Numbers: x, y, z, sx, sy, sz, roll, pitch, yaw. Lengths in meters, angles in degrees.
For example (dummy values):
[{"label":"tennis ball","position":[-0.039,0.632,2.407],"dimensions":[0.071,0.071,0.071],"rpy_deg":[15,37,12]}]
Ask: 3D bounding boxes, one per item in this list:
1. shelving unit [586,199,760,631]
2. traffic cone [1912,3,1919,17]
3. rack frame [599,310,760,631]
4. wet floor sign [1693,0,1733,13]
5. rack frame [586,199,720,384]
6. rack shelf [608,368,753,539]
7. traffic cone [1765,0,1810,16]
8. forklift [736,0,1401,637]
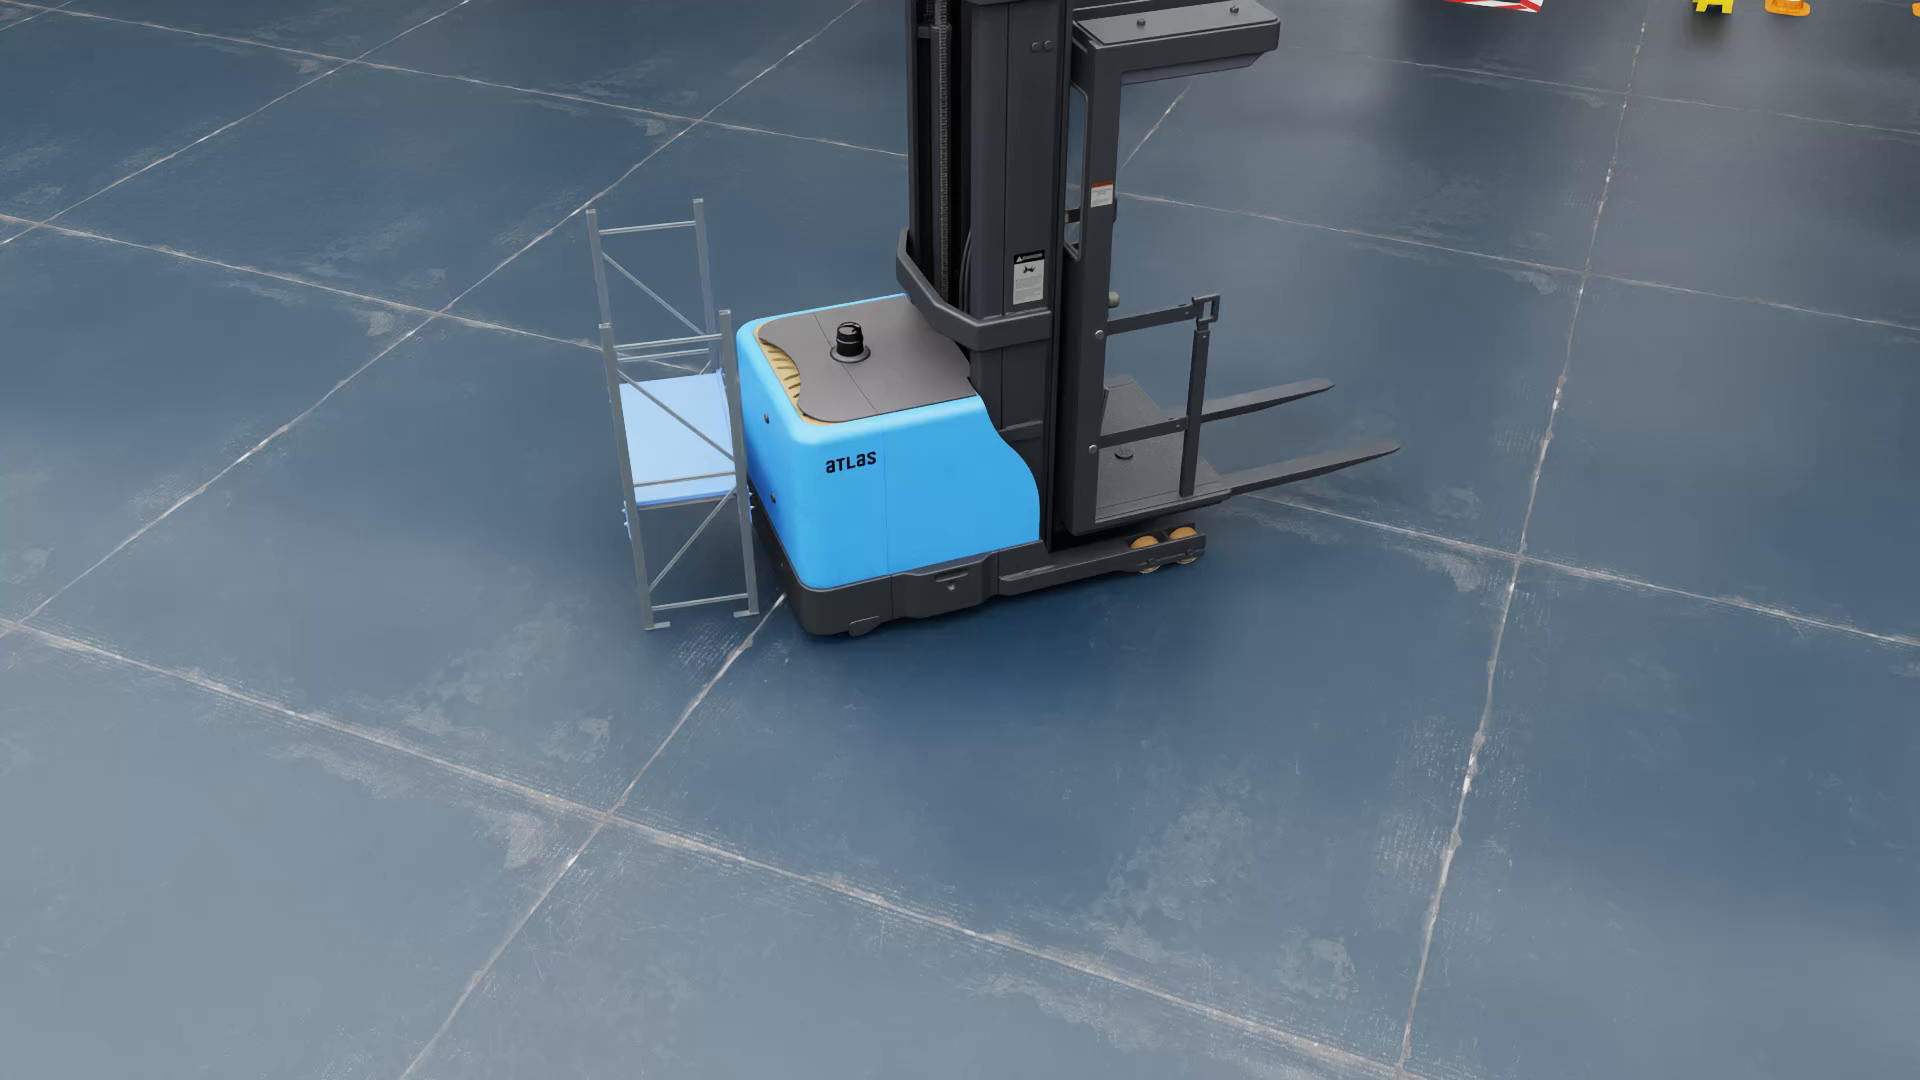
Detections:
[{"label":"shelving unit","position":[-1.244,-0.545,7.225],"dimensions":[0.538,1.500,1.048],"rpy_deg":[-8,38,-10]},{"label":"traffic cone","position":[7.893,-4.454,13.322],"dimensions":[0.336,0.463,0.334],"rpy_deg":[14,39,18]},{"label":"rack frame","position":[-1.130,-0.248,6.828],"dimensions":[0.500,1.500,0.032],"rpy_deg":[-8,38,-10]},{"label":"wet floor sign","position":[6.127,-4.599,13.364],"dimensions":[0.267,0.644,0.232],"rpy_deg":[7,37,10]},{"label":"rack frame","position":[-1.359,-0.841,7.622],"dimensions":[0.500,1.500,0.032],"rpy_deg":[-8,38,-10]},{"label":"rack shelf","position":[-1.244,-0.401,7.333],"dimensions":[0.538,0.185,1.000],"rpy_deg":[-8,38,-10]},{"label":"traffic cone","position":[6.737,-4.518,13.408],"dimensions":[0.336,0.463,0.334],"rpy_deg":[14,39,18]},{"label":"forklift","position":[0.585,-1.307,7.051],"dimensions":[3.031,2.935,1.130],"rpy_deg":[-13,39,-17]}]
